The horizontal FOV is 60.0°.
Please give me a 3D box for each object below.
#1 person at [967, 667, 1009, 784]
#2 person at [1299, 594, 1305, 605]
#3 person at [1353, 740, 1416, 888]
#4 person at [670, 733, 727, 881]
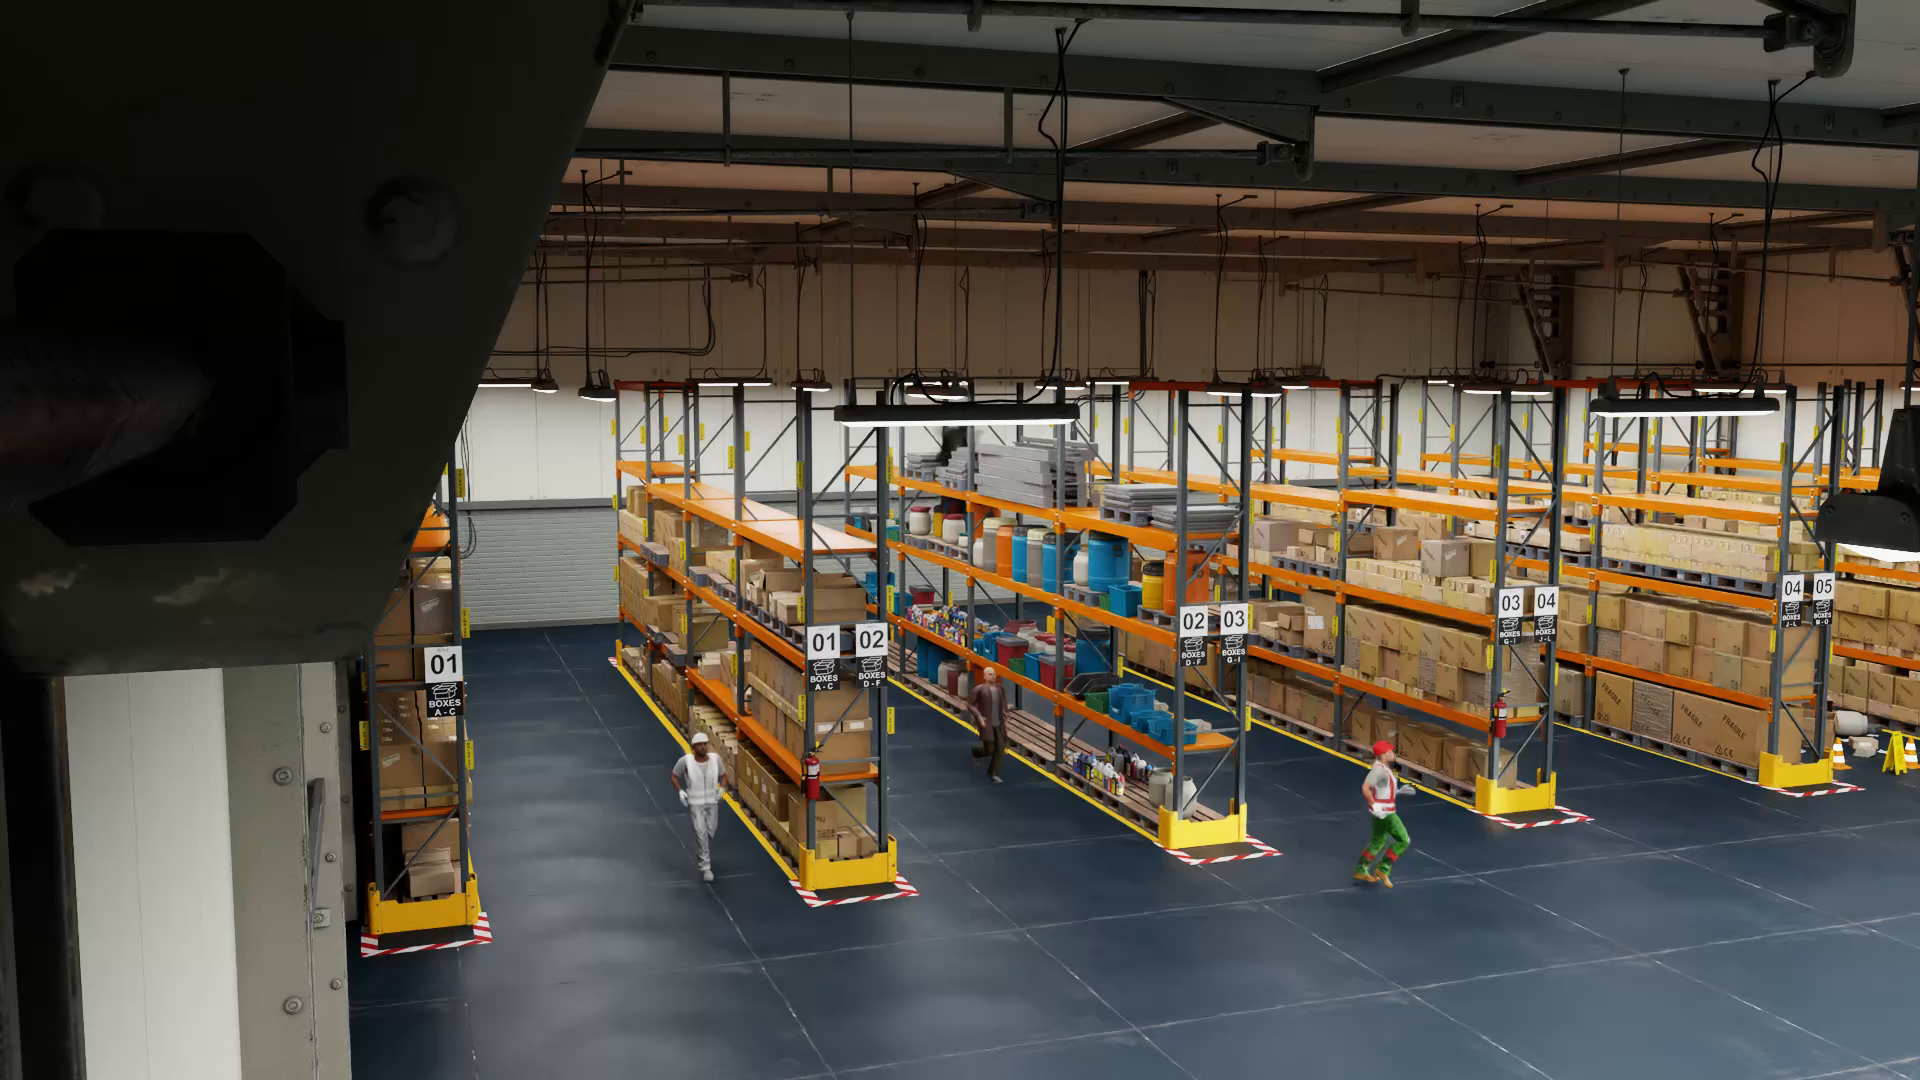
[{"bbox_3d":[0.448,2.838,25.341,0.711,1.661,0.756,-3,7,-29],"label":"person"},{"bbox_3d":[8.522,1.253,40.952,0.566,1.570,0.771,-5,8,-39],"label":"person"},{"bbox_3d":[5.155,3.315,20.145,0.712,1.790,0.650,1,6,9],"label":"person"},{"bbox_3d":[-3.226,3.266,20.691,0.675,1.777,0.871,-3,7,-27],"label":"person"}]
